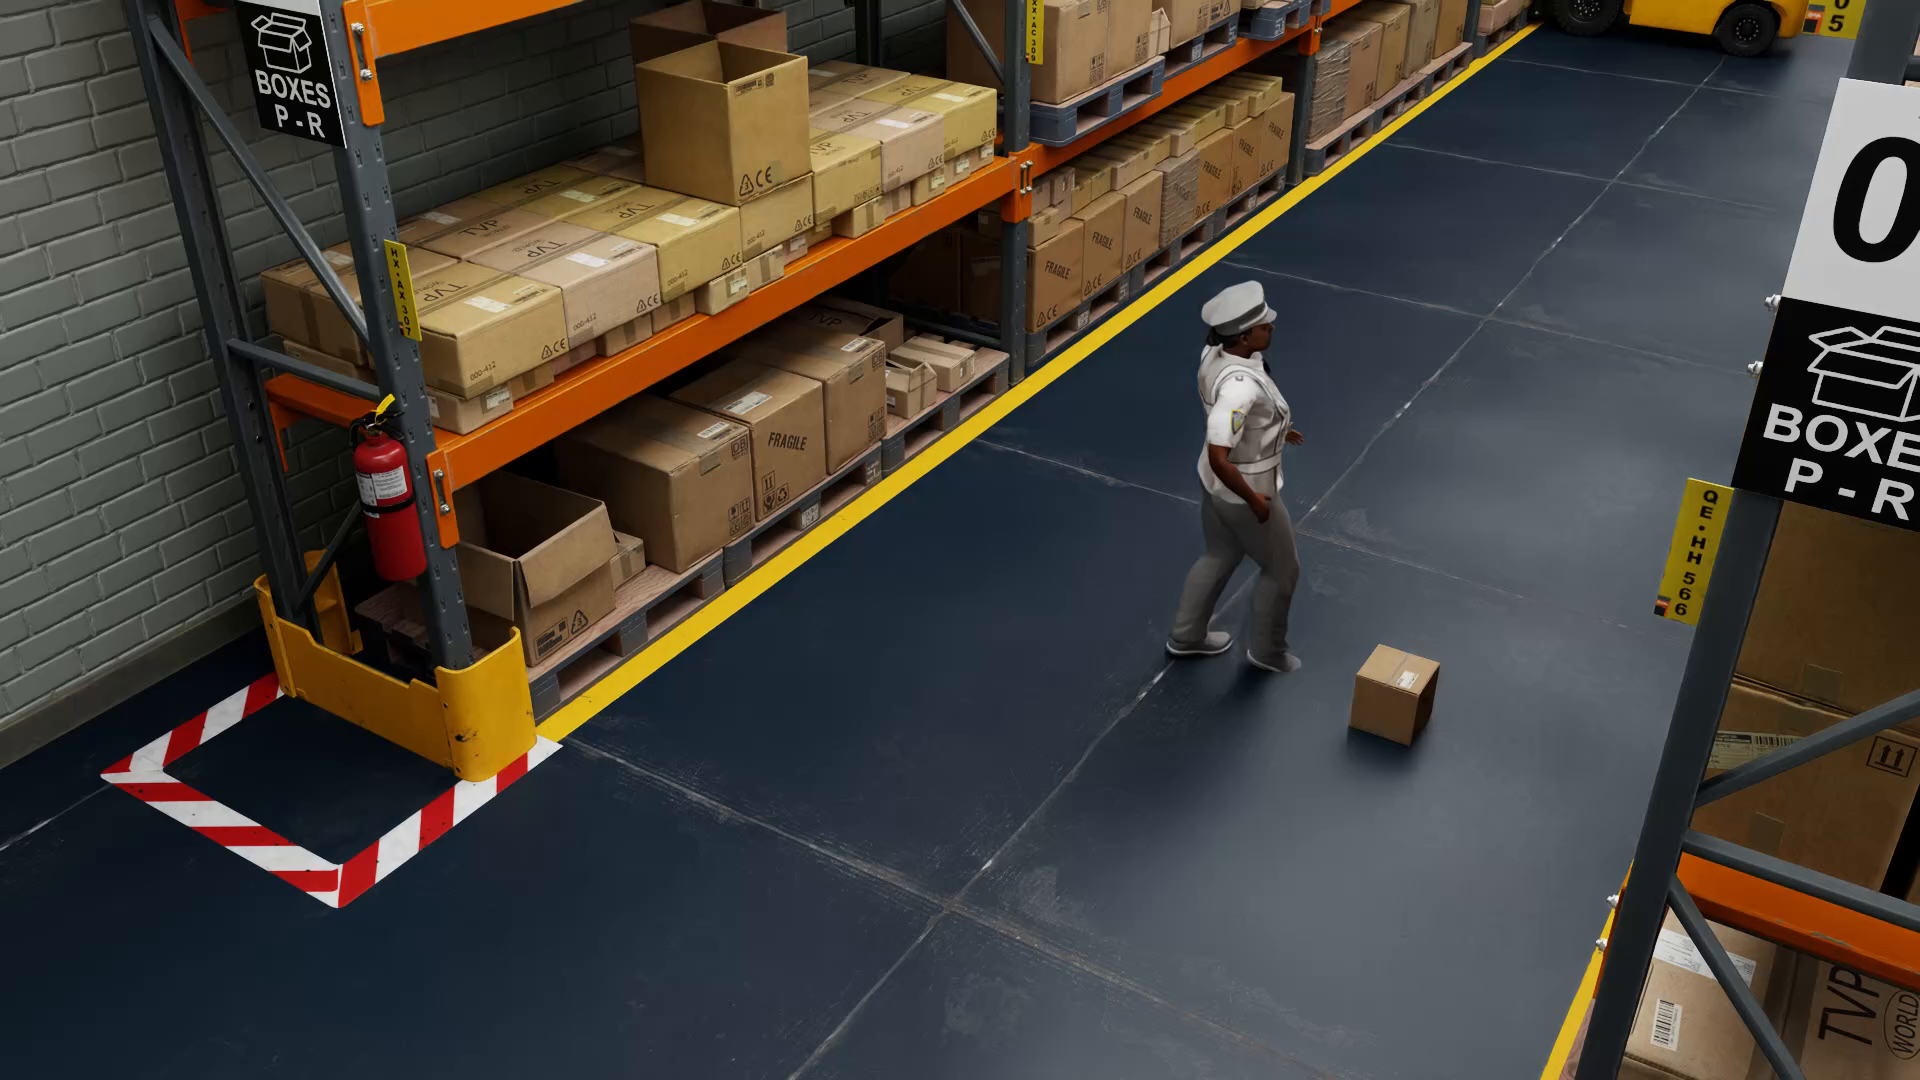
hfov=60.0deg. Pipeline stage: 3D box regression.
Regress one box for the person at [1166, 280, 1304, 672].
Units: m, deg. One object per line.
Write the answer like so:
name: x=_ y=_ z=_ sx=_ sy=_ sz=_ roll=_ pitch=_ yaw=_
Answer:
person: x=1.161 y=-0.186 z=6.477 sx=0.577 sy=1.745 sz=0.635 roll=-3 pitch=31 yaw=-6
